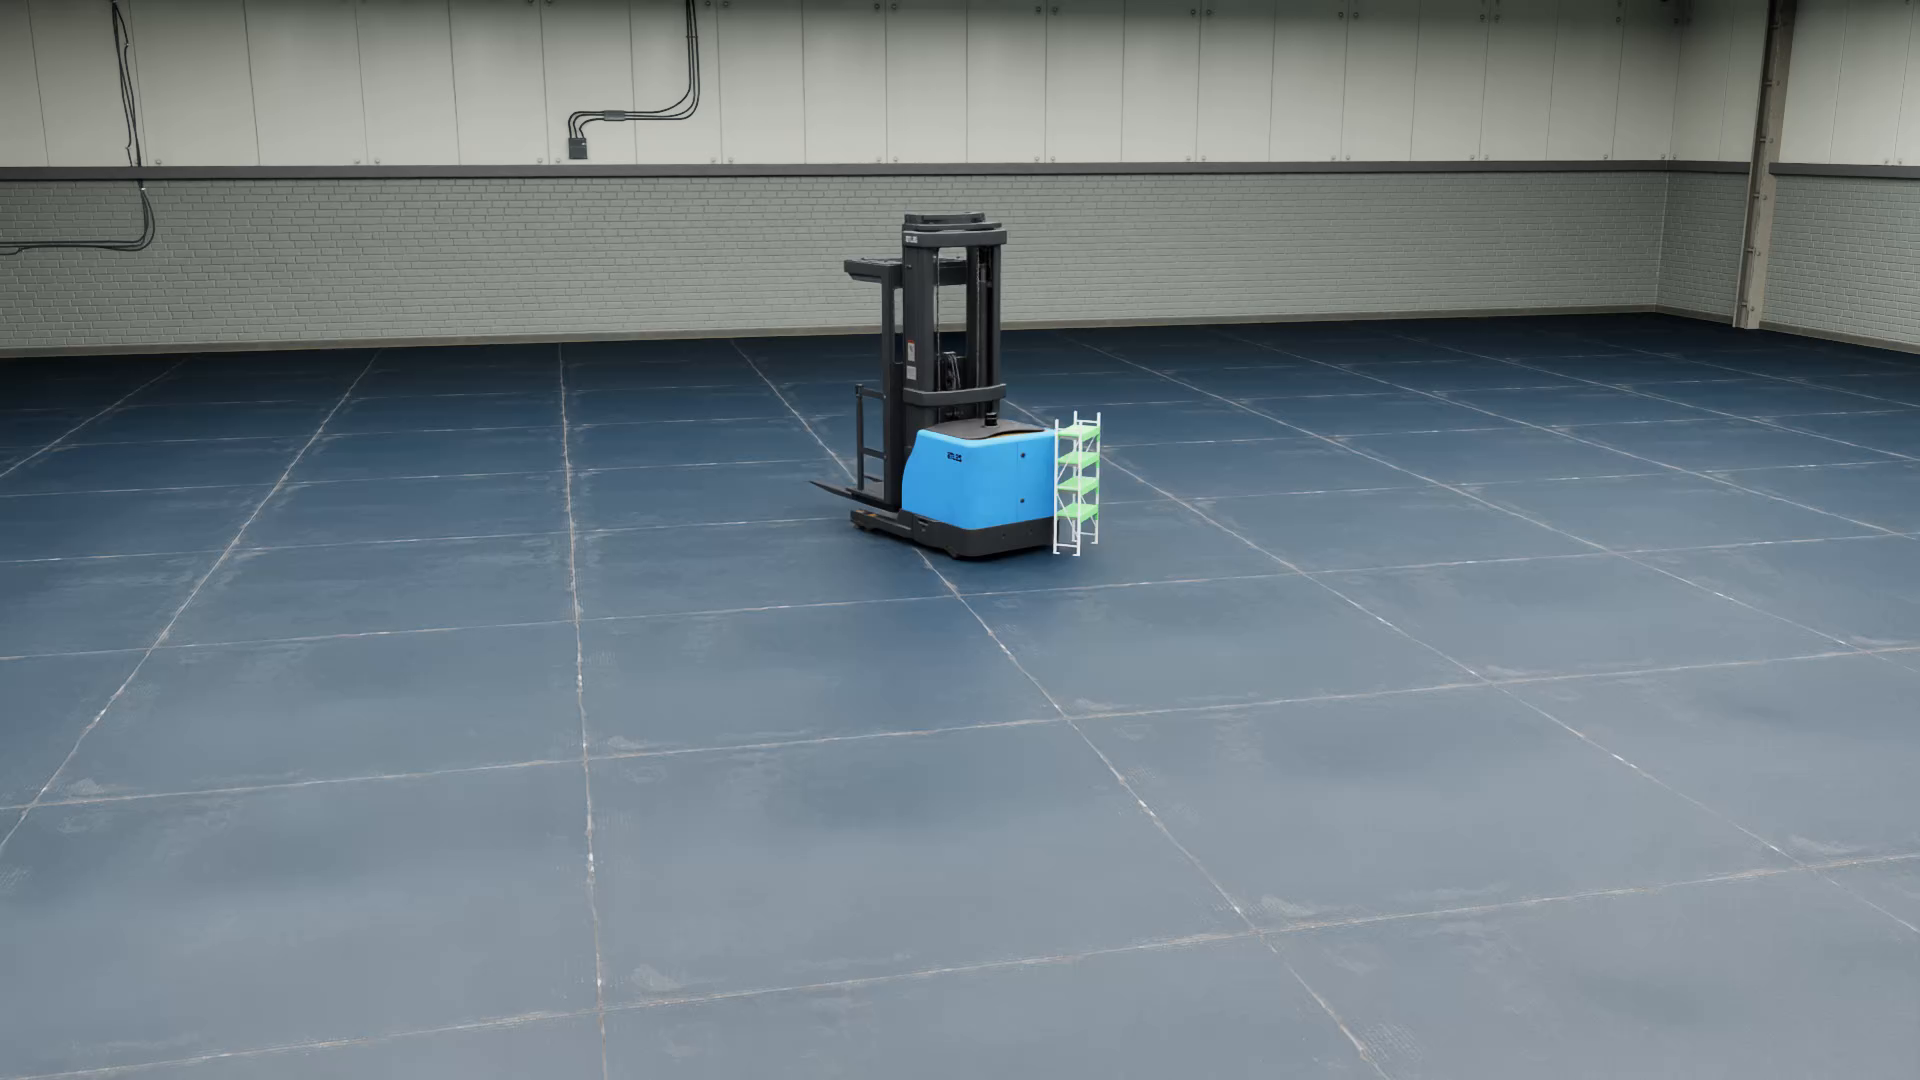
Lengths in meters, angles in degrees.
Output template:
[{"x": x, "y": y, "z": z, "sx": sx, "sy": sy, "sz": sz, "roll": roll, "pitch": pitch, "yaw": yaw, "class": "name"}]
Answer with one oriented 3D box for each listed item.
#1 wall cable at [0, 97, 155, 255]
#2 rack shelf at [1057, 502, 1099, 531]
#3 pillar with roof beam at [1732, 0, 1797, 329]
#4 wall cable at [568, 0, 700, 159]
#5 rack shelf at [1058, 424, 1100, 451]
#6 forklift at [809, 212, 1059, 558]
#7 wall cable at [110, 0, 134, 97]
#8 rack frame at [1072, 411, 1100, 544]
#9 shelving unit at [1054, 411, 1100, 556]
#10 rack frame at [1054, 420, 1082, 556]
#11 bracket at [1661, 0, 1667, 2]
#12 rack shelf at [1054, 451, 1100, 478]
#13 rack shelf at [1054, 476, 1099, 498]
[{"x": -14.918, "y": -5.942, "z": 27.153, "sx": 3.097, "sy": 2.526, "sz": 0.112, "roll": -3, "pitch": 14, "yaw": -13, "class": "wall cable"}, {"x": 1.041, "y": -0.212, "z": 14.869, "sx": 0.258, "sy": 0.148, "sz": 0.480, "roll": 6, "pitch": 15, "yaw": 23, "class": "rack shelf"}, {"x": 10.923, "y": -8.213, "z": 29.905, "sx": 9.100, "sy": 9.000, "sz": 0.548, "roll": -3, "pitch": 14, "yaw": -13, "class": "pillar with roof beam"}, {"x": -5.686, "y": -9.628, "z": 28.532, "sx": 2.305, "sy": 6.003, "sz": 0.169, "roll": -3, "pitch": 14, "yaw": -13, "class": "wall cable"}, {"x": 1.041, "y": -0.911, "z": 14.698, "sx": 0.258, "sy": 0.148, "sz": 0.480, "roll": 6, "pitch": 15, "yaw": 23, "class": "rack shelf"}, {"x": -0.377, "y": -1.565, "z": 15.479, "sx": 1.130, "sy": 2.935, "sz": 3.031, "roll": -10, "pitch": 17, "yaw": -34, "class": "forklift"}, {"x": -12.288, "y": -8.546, "z": 27.171, "sx": 3.097, "sy": 2.526, "sz": 0.112, "roll": -3, "pitch": 14, "yaw": -13, "class": "wall cable"}, {"x": 1.137, "y": -0.560, "z": 15.015, "sx": 0.240, "sy": 1.200, "sz": 0.015, "roll": 6, "pitch": 15, "yaw": 23, "class": "rack frame"}, {"x": 1.041, "y": -0.507, "z": 14.797, "sx": 0.258, "sy": 1.200, "sz": 0.503, "roll": 6, "pitch": 15, "yaw": 23, "class": "shelving unit"}, {"x": 0.944, "y": -0.454, "z": 14.579, "sx": 0.240, "sy": 1.200, "sz": 0.015, "roll": 6, "pitch": 15, "yaw": 23, "class": "rack frame"}, {"x": 14.108, "y": -10.824, "z": 33.009, "sx": 0.235, "sy": 0.232, "sz": 0.430, "roll": -3, "pitch": 14, "yaw": -13, "class": "bracket"}, {"x": 1.041, "y": -0.678, "z": 14.755, "sx": 0.258, "sy": 0.148, "sz": 0.480, "roll": 6, "pitch": 15, "yaw": 23, "class": "rack shelf"}, {"x": 1.041, "y": -0.445, "z": 14.812, "sx": 0.258, "sy": 0.148, "sz": 0.480, "roll": 6, "pitch": 15, "yaw": 23, "class": "rack shelf"}]
